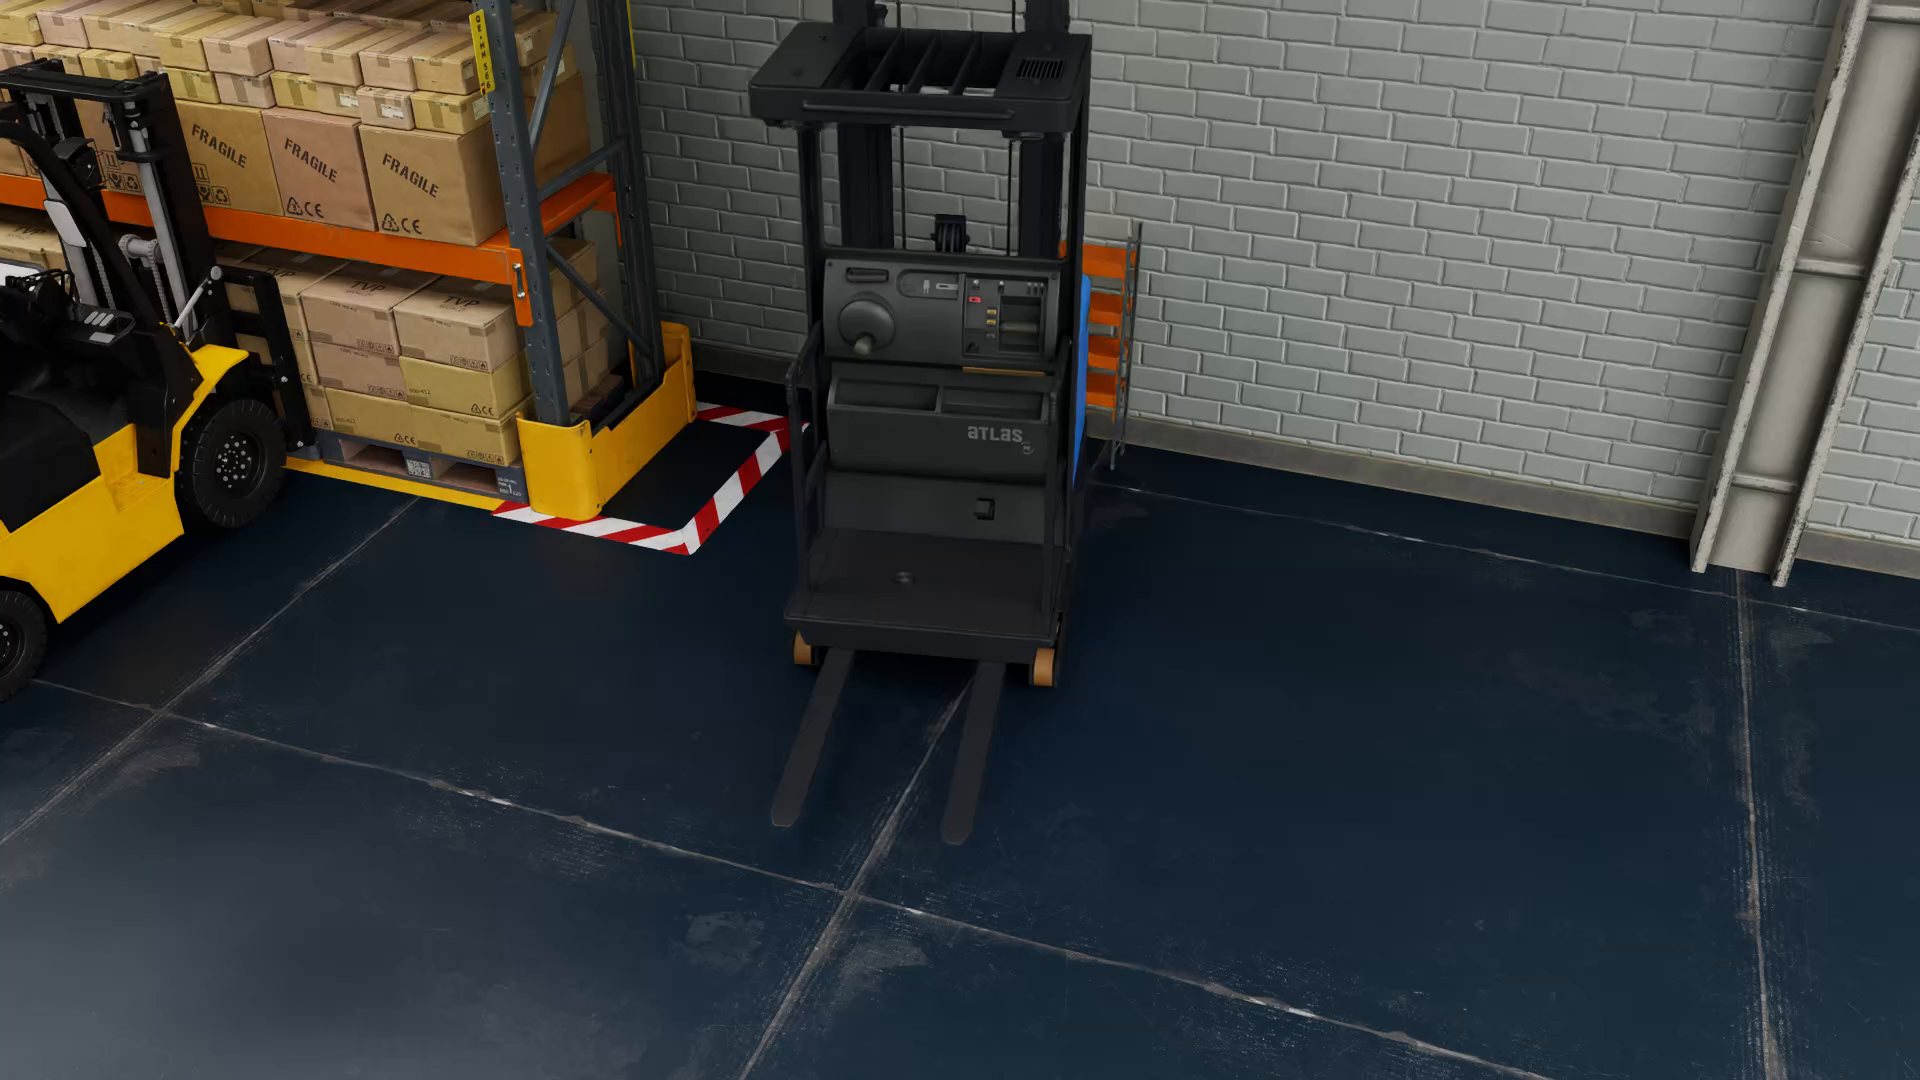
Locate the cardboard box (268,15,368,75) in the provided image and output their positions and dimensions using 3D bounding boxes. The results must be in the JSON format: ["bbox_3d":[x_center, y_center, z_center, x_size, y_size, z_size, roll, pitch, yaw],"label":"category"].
[{"bbox_3d":[-2.863,-2.218,7.456,0.250,0.149,0.380,11,35,17],"label":"cardboard box"}]

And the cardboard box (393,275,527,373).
[{"bbox_3d":[-2.286,-1.040,7.822,0.500,0.250,0.500,12,35,18],"label":"cardboard box"}]

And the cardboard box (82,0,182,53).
[{"bbox_3d":[-3.833,-2.404,7.743,0.250,0.149,0.380,11,34,17],"label":"cardboard box"}]

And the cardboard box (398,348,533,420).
[{"bbox_3d":[-2.311,-0.835,7.964,0.500,0.250,0.500,11,34,16],"label":"cardboard box"}]

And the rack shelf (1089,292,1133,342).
[{"bbox_3d":[0.579,-1.106,8.053,0.480,0.148,0.258,11,30,16],"label":"rack shelf"}]

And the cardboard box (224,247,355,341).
[{"bbox_3d":[-3.247,-1.218,8.097,0.500,0.250,0.500,11,35,17],"label":"cardboard box"}]

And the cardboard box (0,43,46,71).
[{"bbox_3d":[-4.349,-2.316,7.881,0.250,0.149,0.380,11,34,16],"label":"cardboard box"}]

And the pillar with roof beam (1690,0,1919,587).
[{"bbox_3d":[2.097,-1.486,1.755,0.400,9.000,9.100,11,34,16],"label":"pillar with roof beam"}]

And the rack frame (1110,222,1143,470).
[{"bbox_3d":[0.806,-0.926,8.062,0.015,1.200,0.240,11,30,16],"label":"rack frame"}]

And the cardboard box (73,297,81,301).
[{"bbox_3d":[-4.218,-1.202,8.533,0.500,0.250,0.500,11,34,16],"label":"cardboard box"}]

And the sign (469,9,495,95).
[{"bbox_3d":[-1.944,-1.985,6.774,0.005,0.325,0.100,11,34,16],"label":"sign"}]

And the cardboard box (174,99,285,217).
[{"bbox_3d":[-3.267,-1.865,7.781,0.500,0.500,0.500,10,34,16],"label":"cardboard box"}]

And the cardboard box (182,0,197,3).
[{"bbox_3d":[-3.688,-2.628,8.091,0.250,0.149,0.380,12,35,18],"label":"cardboard box"}]

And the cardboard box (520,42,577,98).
[{"bbox_3d":[-1.979,-2.183,7.675,0.250,0.149,0.380,10,34,15],"label":"cardboard box"}]

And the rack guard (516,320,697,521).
[{"bbox_3d":[-1.725,-0.619,8.248,0.348,0.500,1.175,11,34,16],"label":"rack guard"}]

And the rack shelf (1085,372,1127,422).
[{"bbox_3d":[0.568,-0.737,8.257,0.480,0.148,0.258,11,30,16],"label":"rack shelf"}]

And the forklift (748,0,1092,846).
[{"bbox_3d":[-0.104,-0.835,6.341,1.130,2.935,3.031,5,33,7],"label":"forklift"}]

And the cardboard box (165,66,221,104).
[{"bbox_3d":[-3.384,-2.131,7.595,0.250,0.149,0.380,11,35,17],"label":"cardboard box"}]

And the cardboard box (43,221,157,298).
[{"bbox_3d":[-4.213,-1.415,8.402,0.500,0.250,0.500,12,35,18],"label":"cardboard box"}]

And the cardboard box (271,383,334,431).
[{"bbox_3d":[-3.229,-0.812,8.390,0.500,0.250,0.500,11,35,17],"label":"cardboard box"}]

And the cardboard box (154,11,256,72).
[{"bbox_3d":[-3.391,-2.254,7.511,0.250,0.149,0.380,12,35,17],"label":"cardboard box"}]

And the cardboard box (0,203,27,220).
[{"bbox_3d":[-5.163,-1.599,8.686,0.500,0.250,0.500,10,34,16],"label":"cardboard box"}]

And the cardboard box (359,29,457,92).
[{"bbox_3d":[-2.398,-2.101,7.274,0.250,0.149,0.380,11,34,17],"label":"cardboard box"}]

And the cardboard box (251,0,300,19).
[{"bbox_3d":[-3.178,-2.577,8.011,0.250,0.149,0.380,10,34,15],"label":"cardboard box"}]

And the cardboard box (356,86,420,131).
[{"bbox_3d":[-2.419,-1.940,7.300,0.250,0.149,0.380,12,35,17],"label":"cardboard box"}]

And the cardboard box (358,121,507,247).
[{"bbox_3d":[-2.299,-1.672,7.482,0.500,0.500,0.500,10,34,15],"label":"cardboard box"}]

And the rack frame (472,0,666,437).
[{"bbox_3d":[-1.747,-1.674,7.577,0.127,3.000,1.000,11,34,16],"label":"rack frame"}]

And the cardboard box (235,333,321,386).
[{"bbox_3d":[-3.273,-1.016,8.245,0.500,0.250,0.500,10,34,15],"label":"cardboard box"}]

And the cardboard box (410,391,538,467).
[{"bbox_3d":[-2.296,-0.620,8.092,0.500,0.250,0.500,11,35,17],"label":"cardboard box"}]

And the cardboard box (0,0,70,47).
[{"bbox_3d":[-4.332,-2.459,7.828,0.250,0.149,0.380,10,34,16],"label":"cardboard box"}]

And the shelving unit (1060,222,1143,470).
[{"bbox_3d":[0.575,-0.969,8.129,0.503,1.200,0.258,11,30,16],"label":"shelving unit"}]

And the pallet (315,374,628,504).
[{"bbox_3d":[-2.481,-0.621,8.517,1.213,0.211,1.003,11,34,16],"label":"pallet"}]

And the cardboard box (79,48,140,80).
[{"bbox_3d":[-3.853,-2.235,7.756,0.250,0.149,0.380,10,34,15],"label":"cardboard box"}]

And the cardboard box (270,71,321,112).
[{"bbox_3d":[-2.872,-2.070,7.501,0.250,0.149,0.380,11,34,16],"label":"cardboard box"}]

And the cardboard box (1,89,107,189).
[{"bbox_3d":[-4.210,-2.054,8.074,0.500,0.500,0.500,11,34,16],"label":"cardboard box"}]

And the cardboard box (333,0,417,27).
[{"bbox_3d":[-2.708,-2.443,7.804,0.250,0.149,0.380,11,35,17],"label":"cardboard box"}]

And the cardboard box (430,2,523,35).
[{"bbox_3d":[-2.221,-2.365,7.682,0.250,0.149,0.380,12,35,18],"label":"cardboard box"}]
